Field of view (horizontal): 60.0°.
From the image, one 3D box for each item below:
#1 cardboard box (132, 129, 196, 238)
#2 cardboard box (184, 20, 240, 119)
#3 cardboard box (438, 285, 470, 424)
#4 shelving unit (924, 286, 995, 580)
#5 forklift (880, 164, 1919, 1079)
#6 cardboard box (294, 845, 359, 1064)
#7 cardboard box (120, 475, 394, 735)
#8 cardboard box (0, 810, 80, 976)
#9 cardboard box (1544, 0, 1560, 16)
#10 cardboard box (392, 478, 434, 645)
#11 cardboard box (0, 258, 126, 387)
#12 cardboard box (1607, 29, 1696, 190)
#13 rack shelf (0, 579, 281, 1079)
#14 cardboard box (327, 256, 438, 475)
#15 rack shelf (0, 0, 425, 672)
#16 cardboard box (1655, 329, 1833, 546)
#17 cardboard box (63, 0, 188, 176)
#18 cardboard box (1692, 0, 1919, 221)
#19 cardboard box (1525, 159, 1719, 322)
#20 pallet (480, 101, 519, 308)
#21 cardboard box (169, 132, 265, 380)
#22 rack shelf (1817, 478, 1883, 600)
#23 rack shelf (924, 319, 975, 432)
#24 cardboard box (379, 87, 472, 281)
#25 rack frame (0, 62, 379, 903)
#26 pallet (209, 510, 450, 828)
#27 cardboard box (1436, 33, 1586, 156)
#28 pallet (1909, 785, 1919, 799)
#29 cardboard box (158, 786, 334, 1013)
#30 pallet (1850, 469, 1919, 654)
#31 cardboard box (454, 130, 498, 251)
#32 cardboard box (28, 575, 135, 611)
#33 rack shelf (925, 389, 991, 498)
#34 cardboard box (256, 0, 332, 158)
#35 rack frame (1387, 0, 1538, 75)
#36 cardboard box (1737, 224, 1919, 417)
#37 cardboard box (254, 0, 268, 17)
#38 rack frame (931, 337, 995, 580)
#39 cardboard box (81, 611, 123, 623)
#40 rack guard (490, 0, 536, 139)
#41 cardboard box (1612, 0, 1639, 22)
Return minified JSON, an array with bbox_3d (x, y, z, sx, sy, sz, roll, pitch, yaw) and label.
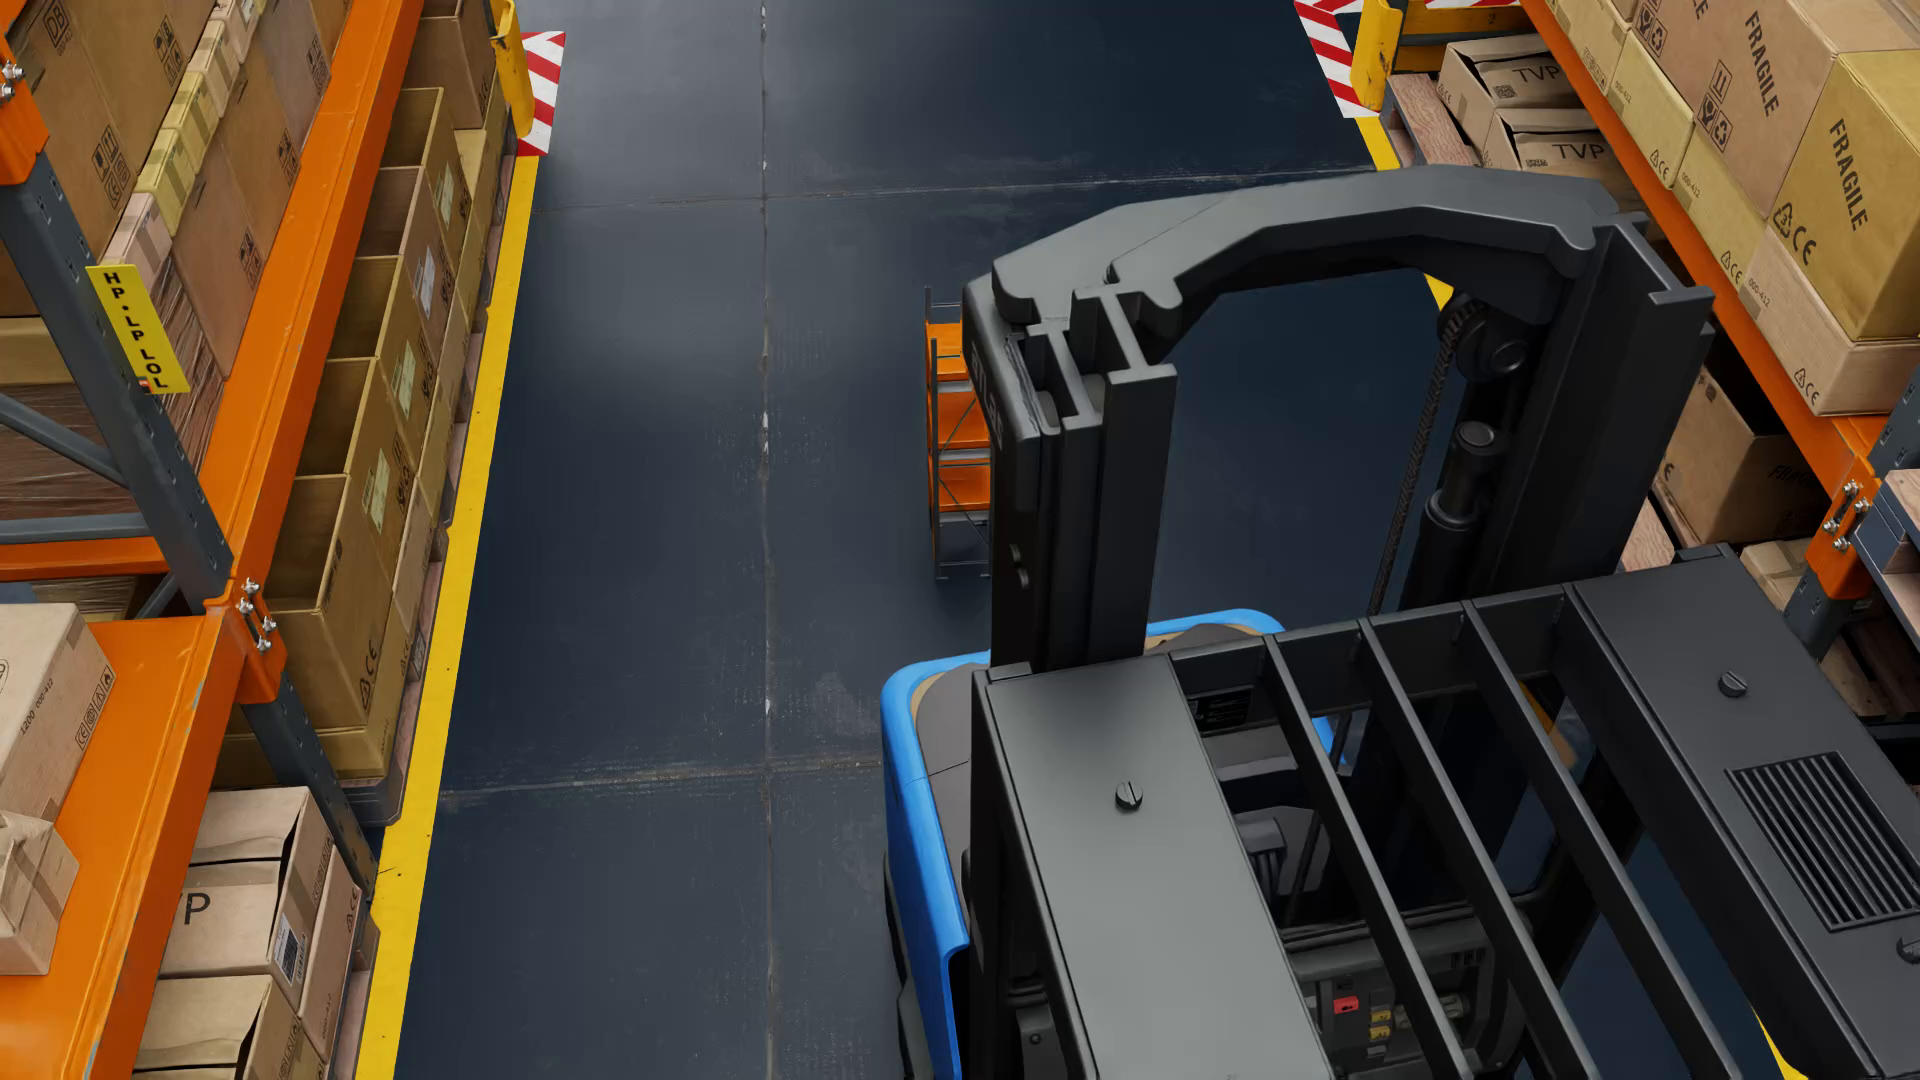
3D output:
[{"bbox_3d":[-2.063,-0.839,3.963,0.380,0.149,0.250,-5,47,-4],"label":"cardboard box"},{"bbox_3d":[-2.105,-1.210,4.314,0.380,0.149,0.250,-5,47,-5],"label":"cardboard box"},{"bbox_3d":[-2.047,-0.646,5.900,0.500,0.250,0.500,-3,47,-3],"label":"cardboard box"},{"bbox_3d":[0.004,-0.322,5.332,0.215,1.050,0.252,-3,47,-3],"label":"shelving unit"},{"bbox_3d":[0.609,1.009,2.776,1.130,2.935,3.031,-9,47,-8],"label":"forklift"},{"bbox_3d":[-1.865,1.076,4.269,0.500,0.250,0.500,-4,47,-4],"label":"cardboard box"},{"bbox_3d":[-1.916,0.182,4.600,0.500,0.500,0.500,-3,47,-3],"label":"cardboard box"},{"bbox_3d":[-1.932,0.664,3.148,0.396,0.266,0.258,-5,47,-4],"label":"cardboard box"},{"bbox_3d":[2.231,-2.044,5.710,0.500,0.250,0.500,-4,47,-4],"label":"cardboard box"},{"bbox_3d":[-1.962,0.078,5.215,0.500,0.250,0.500,-3,47,-3],"label":"cardboard box"},{"bbox_3d":[-2.018,-0.471,3.614,0.380,0.149,0.250,-4,47,-3],"label":"cardboard box"},{"bbox_3d":[2.314,-1.314,5.018,0.500,0.250,0.500,-4,47,-4],"label":"cardboard box"},{"bbox_3d":[-2.022,1.687,2.582,1.077,0.370,4.000,-3,47,-3],"label":"rack shelf"},{"bbox_3d":[-2.000,-0.542,5.285,0.500,0.500,0.500,-3,47,-3],"label":"cardboard box"},{"bbox_3d":[-2.356,-1.207,5.322,1.077,0.370,4.000,-3,47,-3],"label":"rack shelf"},{"bbox_3d":[2.620,-0.351,5.435,0.500,0.500,0.500,-7,47,-6],"label":"cardboard box"},{"bbox_3d":[-2.276,-1.174,3.833,0.700,0.500,0.500,-4,47,-3],"label":"cardboard box"},{"bbox_3d":[2.352,-1.208,4.401,0.500,0.500,0.500,-4,47,-4],"label":"cardboard box"},{"bbox_3d":[2.440,-1.044,6.092,0.700,0.500,0.500,-6,47,-6],"label":"cardboard box"},{"bbox_3d":[-2.418,-1.392,6.922,1.003,0.211,1.213,-3,47,-3],"label":"pallet"},{"bbox_3d":[-2.283,-0.743,4.319,0.700,0.500,0.500,-4,47,-4],"label":"cardboard box"},{"bbox_3d":[2.914,1.383,2.869,1.077,0.370,4.000,-3,47,-3],"label":"rack shelf"},{"bbox_3d":[0.005,-0.510,5.134,0.215,0.259,0.240,-3,47,-3],"label":"rack shelf"},{"bbox_3d":[-2.084,-1.265,5.971,0.500,0.500,0.500,-3,47,-3],"label":"cardboard box"},{"bbox_3d":[-2.189,-0.007,3.691,1.000,3.000,0.127,-3,47,-3],"label":"rack frame"},{"bbox_3d":[-2.214,0.374,5.251,1.003,0.211,1.213,-3,47,-3],"label":"pallet"},{"bbox_3d":[2.380,-1.926,7.057,0.500,0.311,0.500,-8,47,-8],"label":"cardboard box"},{"bbox_3d":[2.814,1.211,4.458,1.003,0.211,1.213,-3,47,-3],"label":"pallet"},{"bbox_3d":[-1.869,0.877,4.072,0.500,0.311,0.500,-3,47,-3],"label":"cardboard box"},{"bbox_3d":[2.666,0.317,3.516,1.003,0.211,1.213,-3,47,-3],"label":"pallet"},{"bbox_3d":[-2.131,-1.369,6.585,0.500,0.250,0.500,-3,47,-3],"label":"cardboard box"},{"bbox_3d":[-2.476,-0.149,4.913,0.500,0.500,0.500,-3,47,-3],"label":"cardboard box"},{"bbox_3d":[0.004,-0.315,5.340,0.215,0.259,0.240,-3,47,-3],"label":"rack shelf"},{"bbox_3d":[-2.365,-1.477,5.014,0.700,0.500,0.500,-2,47,-2],"label":"cardboard box"},{"bbox_3d":[2.412,-3.205,6.719,1.000,3.000,0.127,-3,47,-3],"label":"rack frame"},{"bbox_3d":[2.405,-0.590,4.333,0.500,0.250,0.500,-3,47,-3],"label":"cardboard box"},{"bbox_3d":[-2.152,-1.591,4.675,0.380,0.149,0.250,-4,47,-4],"label":"cardboard box"},{"bbox_3d":[0.015,-0.234,5.249,0.200,1.050,0.008,-3,47,-3],"label":"rack frame"},{"bbox_3d":[-2.446,0.472,4.842,0.500,0.250,0.500,-3,47,-3],"label":"cardboard box"},{"bbox_3d":[-2.526,-2.059,7.356,1.175,0.500,0.348,-3,47,-3],"label":"rack guard"},{"bbox_3d":[2.276,-1.949,5.103,0.500,0.500,0.500,-2,47,-2],"label":"cardboard box"}]
